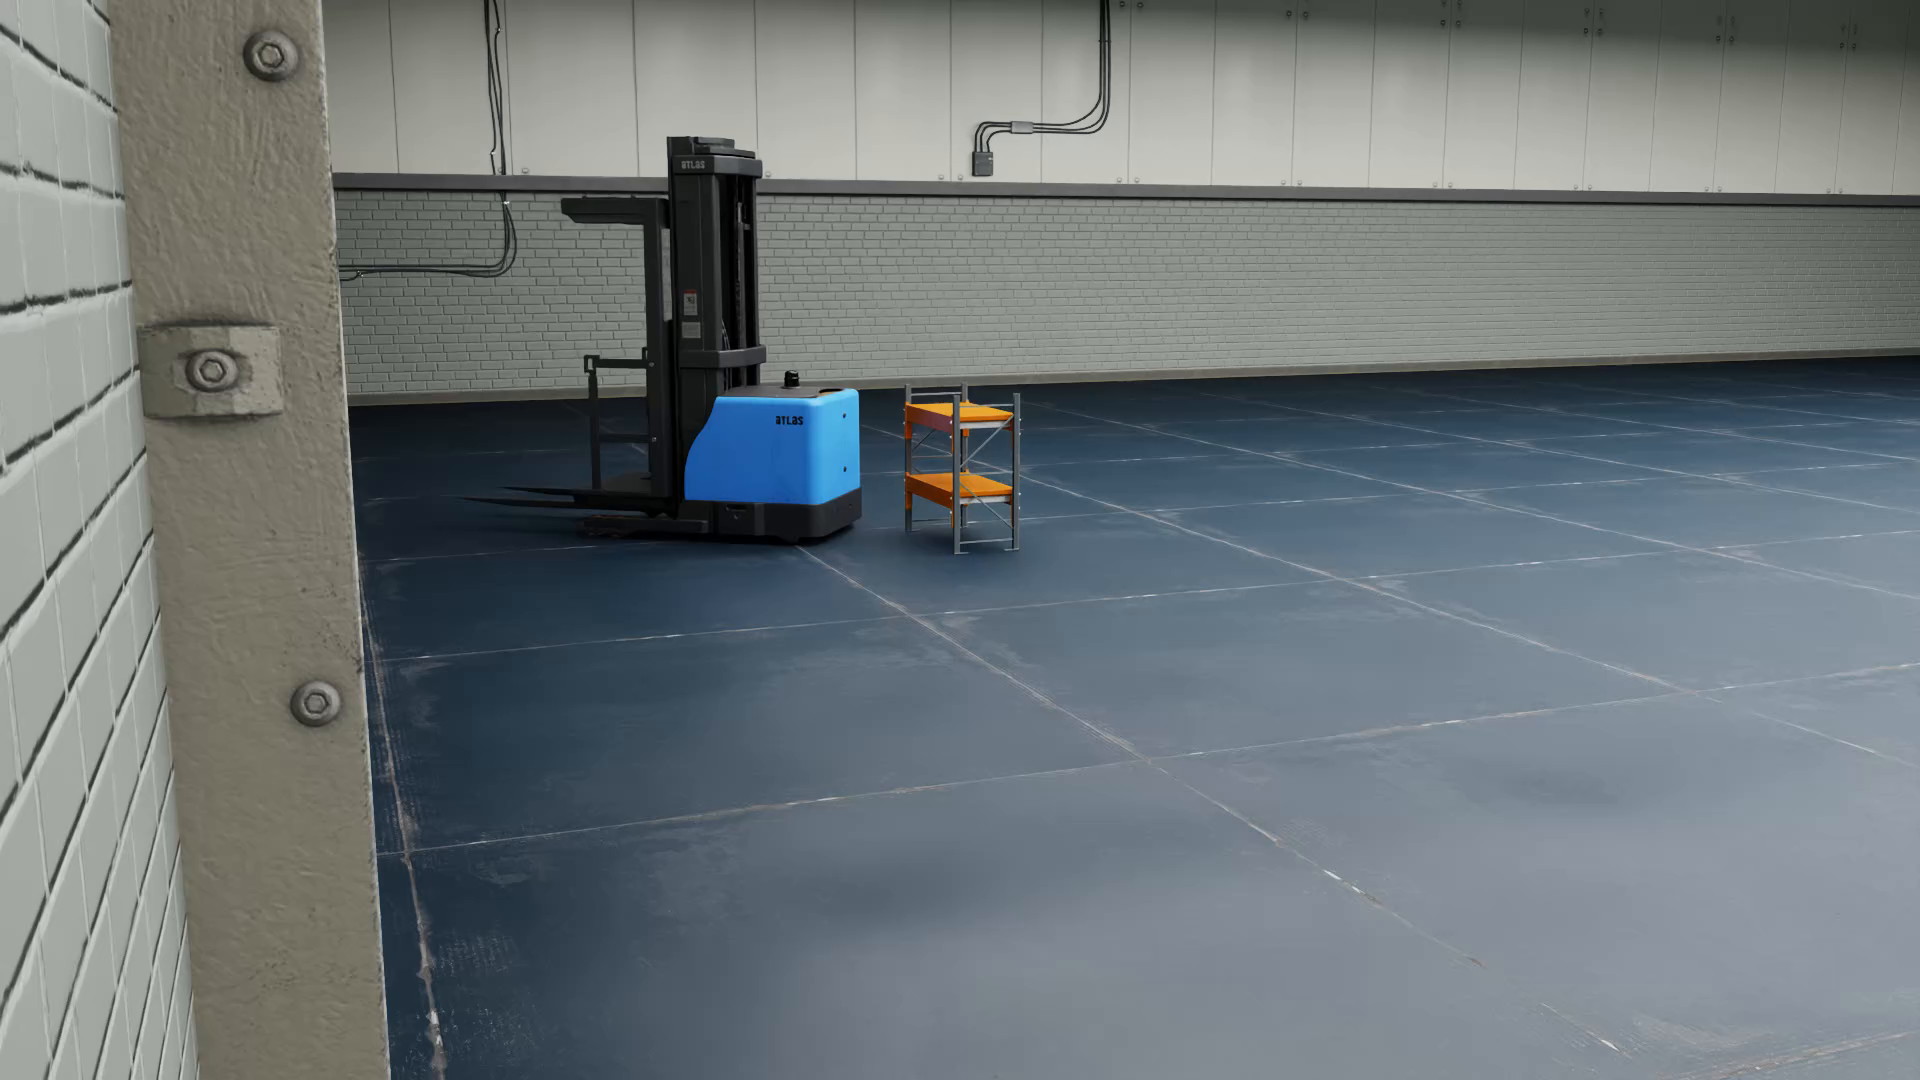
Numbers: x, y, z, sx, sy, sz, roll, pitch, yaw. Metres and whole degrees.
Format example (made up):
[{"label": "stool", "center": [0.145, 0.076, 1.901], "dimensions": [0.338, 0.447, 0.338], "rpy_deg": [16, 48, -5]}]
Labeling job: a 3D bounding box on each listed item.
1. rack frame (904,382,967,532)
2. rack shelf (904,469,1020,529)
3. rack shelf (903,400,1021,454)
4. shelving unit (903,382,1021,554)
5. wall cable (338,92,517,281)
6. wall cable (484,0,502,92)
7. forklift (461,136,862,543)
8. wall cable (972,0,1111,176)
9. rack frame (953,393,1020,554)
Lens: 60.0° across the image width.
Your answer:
[{"label": "rack frame", "center": [-0.182, -0.636, 12.740], "dimensions": [0.500, 1.125, 0.032], "rpy_deg": [-4, 11, -21]}, {"label": "rack shelf", "center": [0.002, -0.312, 12.316], "dimensions": [0.538, 0.278, 1.000], "rpy_deg": [-4, 11, -21]}, {"label": "rack shelf", "center": [0.002, -0.841, 12.222], "dimensions": [0.538, 0.278, 1.000], "rpy_deg": [-4, 11, -21]}, {"label": "shelving unit", "center": [0.002, -0.553, 12.273], "dimensions": [0.538, 1.125, 1.048], "rpy_deg": [-4, 11, -21]}, {"label": "wall cable", "center": [-7.569, -4.765, 22.339], "dimensions": [3.097, 2.526, 0.112], "rpy_deg": [-4, 11, -21]}, {"label": "wall cable", "center": [-5.048, -7.424, 22.862], "dimensions": [3.097, 2.526, 0.112], "rpy_deg": [-4, 11, -21]}, {"label": "forklift", "center": [-2.340, -1.541, 12.672], "dimensions": [3.031, 2.935, 1.130], "rpy_deg": [3, 10, 14]}, {"label": "wall cable", "center": [1.285, -8.568, 25.142], "dimensions": [2.305, 6.003, 0.169], "rpy_deg": [-4, 11, -21]}, {"label": "rack frame", "center": [0.187, -0.470, 11.807], "dimensions": [0.500, 1.125, 0.032], "rpy_deg": [-4, 11, -21]}]
